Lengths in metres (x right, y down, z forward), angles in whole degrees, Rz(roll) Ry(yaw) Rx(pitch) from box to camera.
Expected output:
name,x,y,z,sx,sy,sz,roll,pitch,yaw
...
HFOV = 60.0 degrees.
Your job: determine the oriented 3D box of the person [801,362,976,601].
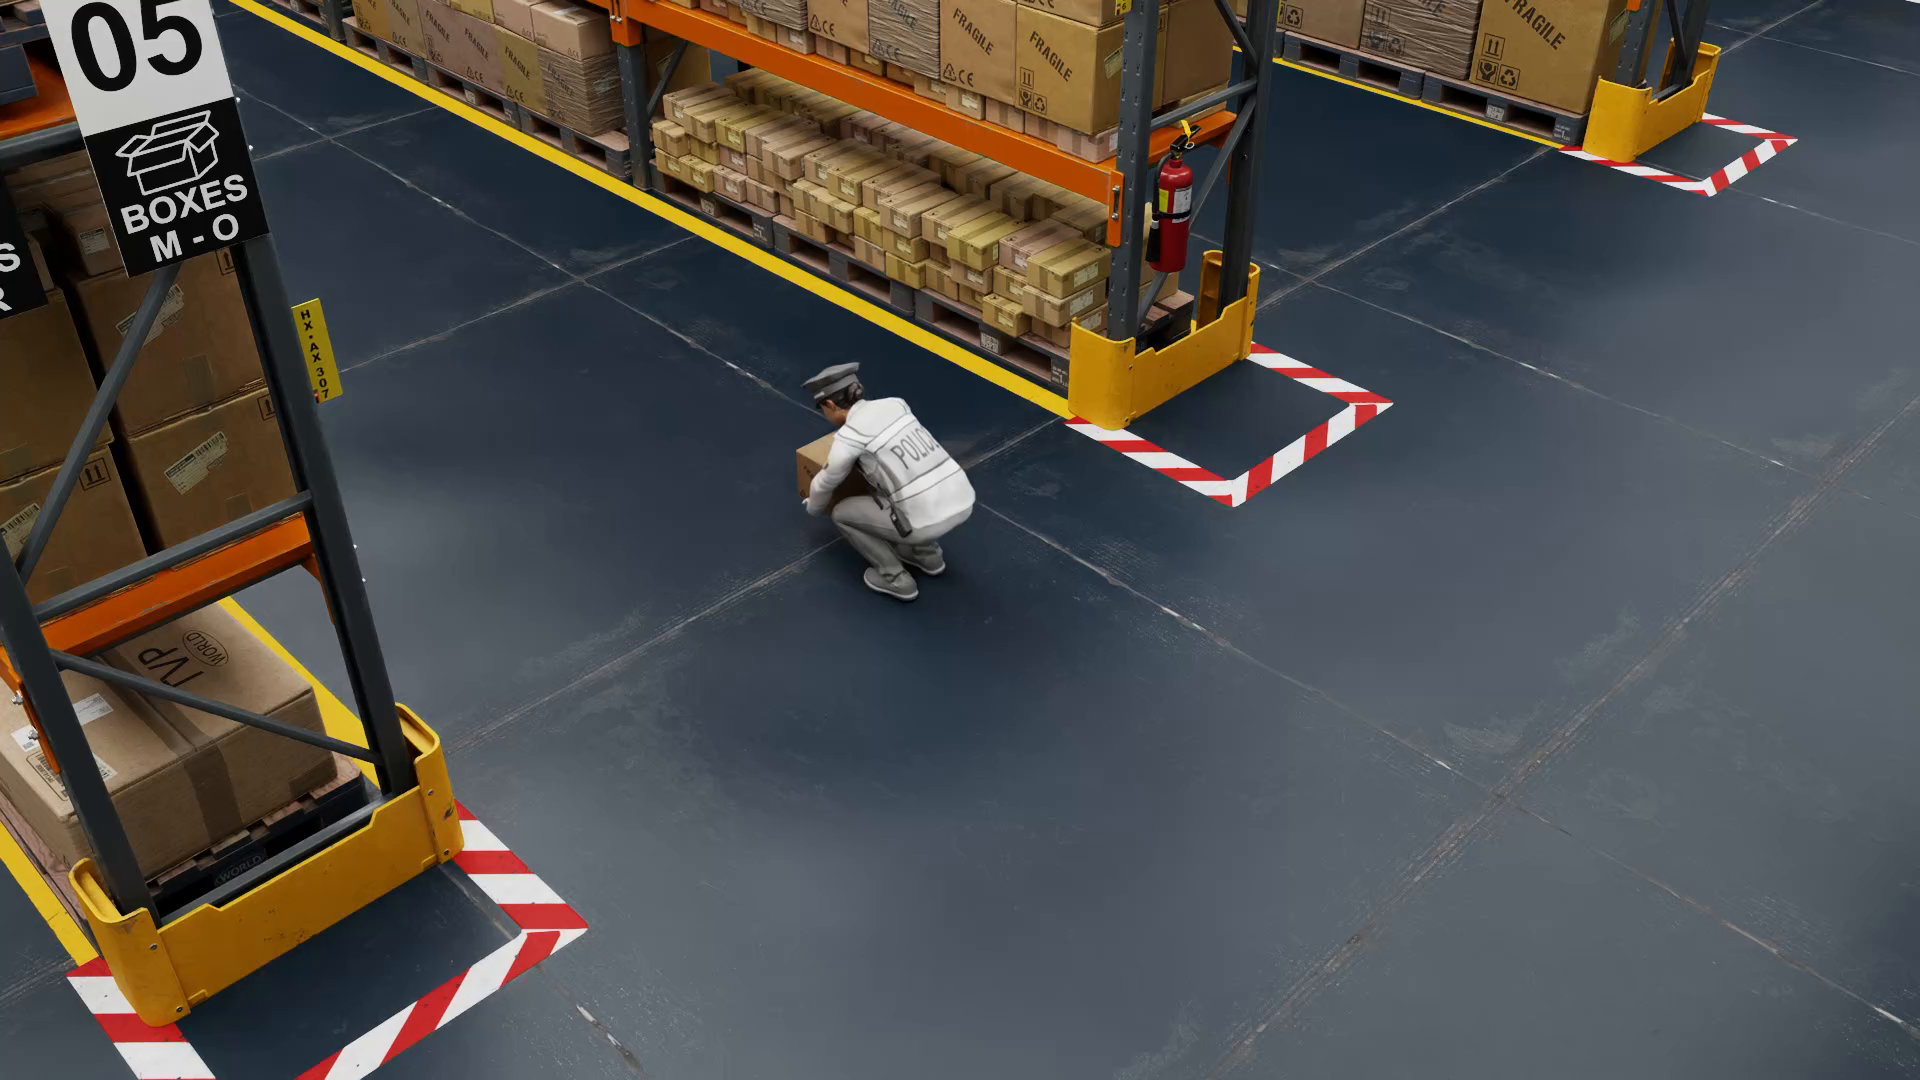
name,x,y,z,sx,sy,sz,roll,pitch,yaw
person,-0.318,-0.267,7.128,0.824,0.964,0.495,30,45,35
